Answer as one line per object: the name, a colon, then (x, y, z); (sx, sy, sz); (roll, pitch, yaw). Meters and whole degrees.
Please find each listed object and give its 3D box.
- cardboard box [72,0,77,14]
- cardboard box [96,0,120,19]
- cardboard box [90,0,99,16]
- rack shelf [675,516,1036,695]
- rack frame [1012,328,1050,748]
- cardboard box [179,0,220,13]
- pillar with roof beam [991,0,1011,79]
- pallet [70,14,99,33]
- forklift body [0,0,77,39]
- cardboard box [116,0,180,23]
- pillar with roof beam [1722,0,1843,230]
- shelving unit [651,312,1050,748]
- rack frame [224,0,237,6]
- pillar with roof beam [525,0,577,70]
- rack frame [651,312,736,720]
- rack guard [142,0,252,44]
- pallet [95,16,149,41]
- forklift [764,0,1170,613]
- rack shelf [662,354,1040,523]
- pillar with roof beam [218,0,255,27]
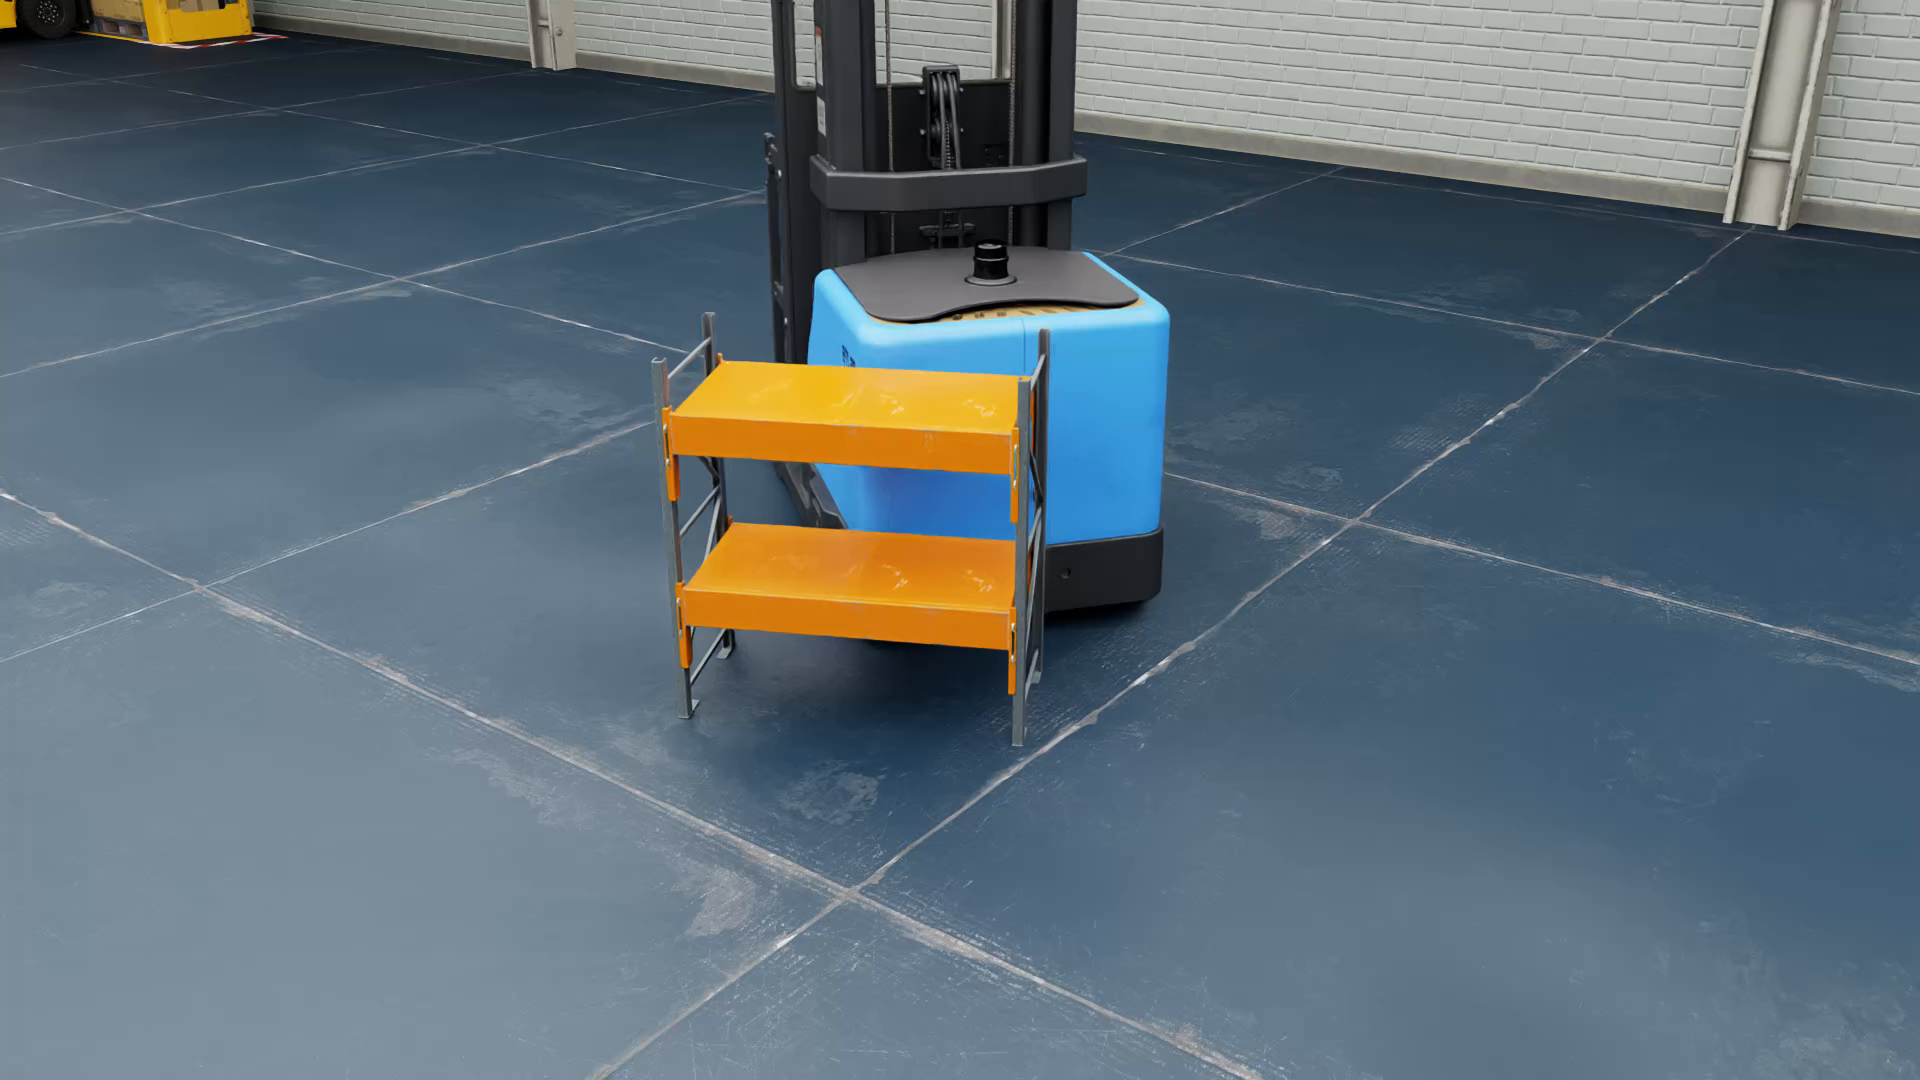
cardboard box: (-10.857, -6.688, 20.599); (0.500, 0.250, 0.500); (18, 29, 35)
cardboard box: (-10.034, -6.446, 20.049); (0.500, 0.250, 0.500); (17, 29, 33)
cardboard box: (-10.428, -6.570, 20.331); (0.500, 0.250, 0.500); (17, 29, 34)
rack shelf: (-0.293, 0.184, 5.043); (1.000, 0.278, 0.538); (4, 24, 9)
rack frame: (0.209, -0.006, 4.869); (0.032, 1.125, 0.500); (4, 24, 9)
cardboard box: (-9.352, -6.493, 20.156); (0.500, 0.250, 0.500); (17, 29, 34)
pillar with roof beam: (-2.072, -6.291, 9.367); (0.400, 9.000, 9.100); (17, 29, 33)
pallet: (-10.685, -6.568, 20.895); (1.213, 0.211, 1.003); (17, 29, 33)
forklift body: (-11.687, -6.859, 19.149); (1.214, 2.155, 2.313); (17, 29, 33)
cardboard box: (-9.641, -6.323, 19.770); (0.500, 0.250, 0.500); (17, 29, 34)
pillar with roof beam: (2.729, -4.840, 6.074); (0.400, 9.000, 9.100); (17, 29, 33)
shelving unit: (-0.293, -0.040, 4.945); (1.048, 1.125, 0.538); (4, 24, 9)
rack frame: (-9.076, -7.377, 19.273); (0.127, 3.000, 1.000); (17, 29, 33)
pillar with roof beam: (-6.873, -7.742, 12.660); (0.400, 9.000, 9.100); (17, 29, 33)
rack frame: (-0.794, -0.073, 5.021); (0.032, 1.125, 0.500); (4, 24, 9)
rack guard: (-9.057, -6.228, 19.764); (0.348, 0.500, 1.175); (17, 29, 33)
pallet: (-9.713, -6.273, 20.225); (1.213, 0.211, 1.003); (17, 29, 33)
forklift: (-0.191, -1.615, 6.280); (1.130, 2.935, 3.031); (-6, 25, -14)
rack shelf: (-0.293, -0.307, 4.827); (1.000, 0.278, 0.538); (4, 24, 9)
pillar with roof beam: (-11.674, -9.193, 15.953); (0.400, 9.000, 9.100); (17, 29, 33)
